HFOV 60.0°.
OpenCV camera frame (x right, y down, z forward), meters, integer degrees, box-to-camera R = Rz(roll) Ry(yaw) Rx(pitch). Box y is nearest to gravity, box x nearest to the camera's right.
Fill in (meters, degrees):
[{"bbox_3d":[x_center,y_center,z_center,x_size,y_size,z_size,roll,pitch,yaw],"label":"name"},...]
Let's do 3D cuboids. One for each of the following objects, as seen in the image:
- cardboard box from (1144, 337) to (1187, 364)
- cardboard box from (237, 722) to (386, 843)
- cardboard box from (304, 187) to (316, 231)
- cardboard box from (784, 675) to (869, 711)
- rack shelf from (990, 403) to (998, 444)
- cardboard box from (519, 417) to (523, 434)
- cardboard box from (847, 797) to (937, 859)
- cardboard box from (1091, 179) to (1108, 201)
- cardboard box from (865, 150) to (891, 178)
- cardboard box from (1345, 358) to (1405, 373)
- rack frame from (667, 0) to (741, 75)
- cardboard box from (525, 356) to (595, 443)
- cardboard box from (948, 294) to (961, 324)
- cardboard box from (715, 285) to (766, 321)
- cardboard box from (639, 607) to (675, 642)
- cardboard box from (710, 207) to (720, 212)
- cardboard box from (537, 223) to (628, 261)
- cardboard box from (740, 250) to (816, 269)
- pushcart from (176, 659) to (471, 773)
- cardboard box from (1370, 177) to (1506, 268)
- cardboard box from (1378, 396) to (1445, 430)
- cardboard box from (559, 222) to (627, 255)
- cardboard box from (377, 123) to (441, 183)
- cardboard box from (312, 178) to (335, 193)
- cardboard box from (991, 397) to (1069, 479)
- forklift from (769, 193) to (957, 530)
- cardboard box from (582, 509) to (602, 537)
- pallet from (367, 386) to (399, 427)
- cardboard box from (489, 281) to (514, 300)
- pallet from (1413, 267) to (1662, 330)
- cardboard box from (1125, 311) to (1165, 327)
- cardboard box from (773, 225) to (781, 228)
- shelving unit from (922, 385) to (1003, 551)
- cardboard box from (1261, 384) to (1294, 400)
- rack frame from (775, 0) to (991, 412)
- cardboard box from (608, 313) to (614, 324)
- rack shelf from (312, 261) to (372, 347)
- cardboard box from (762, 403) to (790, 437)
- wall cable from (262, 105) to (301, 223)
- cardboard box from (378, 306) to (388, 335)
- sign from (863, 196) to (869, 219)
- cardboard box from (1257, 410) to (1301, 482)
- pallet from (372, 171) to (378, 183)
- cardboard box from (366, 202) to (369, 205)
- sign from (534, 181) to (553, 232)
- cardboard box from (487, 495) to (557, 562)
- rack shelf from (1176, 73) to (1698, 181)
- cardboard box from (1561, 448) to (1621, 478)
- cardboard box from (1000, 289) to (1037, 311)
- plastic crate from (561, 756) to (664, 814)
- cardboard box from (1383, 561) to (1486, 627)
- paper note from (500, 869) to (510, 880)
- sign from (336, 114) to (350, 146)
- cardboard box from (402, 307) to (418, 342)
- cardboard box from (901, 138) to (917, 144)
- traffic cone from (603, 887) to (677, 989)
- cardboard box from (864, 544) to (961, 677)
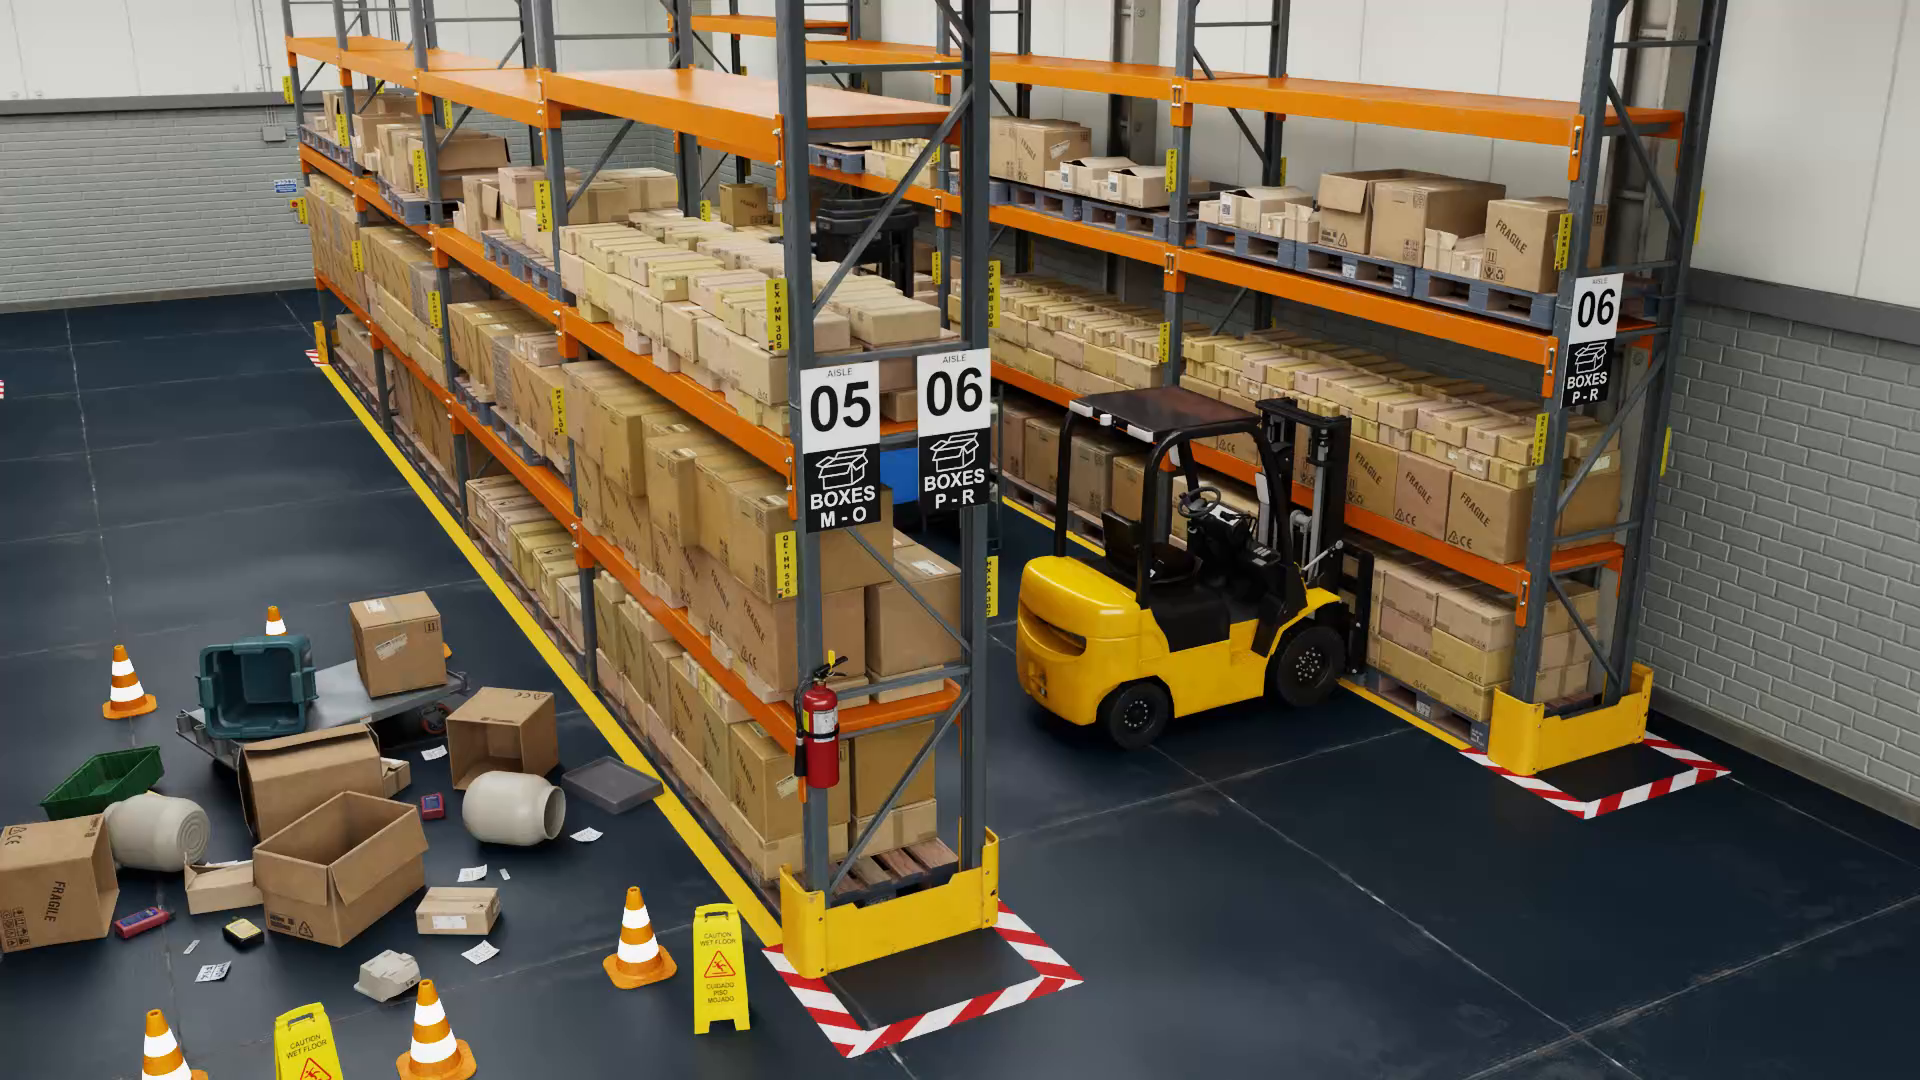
[{"bbox_3d":[1.780,-1.601,14.026,0.380,0.149,0.250,-9,21,-25],"label":"cardboard box"},{"bbox_3d":[-3.843,1.471,9.888,0.797,0.637,0.503,-10,21,-27],"label":"cardboard box"},{"bbox_3d":[-7.950,-4.197,21.009,0.500,0.500,0.500,-11,22,-28],"label":"cardboard box"},{"bbox_3d":[-0.695,0.779,8.660,0.380,0.149,0.250,-9,21,-25],"label":"cardboard box"},{"bbox_3d":[0.014,-1.073,14.744,0.431,0.370,0.720,-11,22,-28],"label":"rack shelf"},{"bbox_3d":[-3.188,-0.894,12.864,0.380,0.149,0.250,-10,21,-27],"label":"cardboard box"},{"bbox_3d":[-0.469,1.561,9.580,0.500,0.250,0.500,-10,21,-27],"label":"cardboard box"},{"bbox_3d":[1.348,-2.997,14.209,0.380,0.149,0.250,-10,21,-27],"label":"cardboard box"},{"bbox_3d":[-0.696,-4.077,17.978,0.500,0.250,0.500,-10,21,-27],"label":"cardboard box"},{"bbox_3d":[3.135,-1.261,12.583,0.380,0.149,0.250,-10,22,-27],"label":"cardboard box"},{"bbox_3d":[-3.560,-7.464,22.968,1.000,3.000,0.127,-10,21,-27],"label":"rack frame"},{"bbox_3d":[-2.887,-1.039,12.292,0.500,0.500,0.500,-10,21,-26],"label":"cardboard box"},{"bbox_3d":[0.212,-2.328,16.744,0.500,0.250,0.500,-10,21,-27],"label":"cardboard box"},{"bbox_3d":[-1.051,-1.224,8.645,0.380,0.149,0.250,-10,21,-26],"label":"cardboard box"},{"bbox_3d":[-1.803,0.507,10.491,0.380,0.149,0.250,-9,21,-24],"label":"cardboard box"},{"bbox_3d":[-3.582,-4.526,23.424,0.500,0.250,0.500,-10,21,-26],"label":"cardboard box"},{"bbox_3d":[-2.634,-2.105,11.620,0.500,0.250,0.500,-10,22,-28],"label":"cardboard box"},{"bbox_3d":[-1.066,-1.602,9.741,0.380,0.149,0.250,-10,21,-26],"label":"cardboard box"},{"bbox_3d":[-4.211,1.193,11.095,0.936,0.377,1.648,16,25,39],"label":"pushcart"},{"bbox_3d":[3.214,-2.145,11.201,0.700,0.500,0.500,-10,21,-26],"label":"cardboard box"},{"bbox_3d":[3.115,-0.878,11.472,0.380,0.149,0.250,-9,21,-25],"label":"cardboard box"},{"bbox_3d":[-2.366,-1.949,10.745,0.380,0.149,0.250,-10,22,-28],"label":"cardboard box"},{"bbox_3d":[-5.220,-3.687,15.822,0.500,0.500,0.500,-10,21,-26],"label":"cardboard box"},{"bbox_3d":[-7.792,-4.384,20.556,0.380,0.149,0.250,-9,21,-25],"label":"cardboard box"},{"bbox_3d":[0.840,-1.040,16.545,0.875,0.625,0.625,-9,21,-25],"label":"cardboard box"},{"bbox_3d":[-1.177,-1.878,16.079,1.130,2.935,3.031,-13,23,-33],"label":"forklift"},{"bbox_3d":[-2.361,-0.155,11.367,0.380,0.149,0.250,-10,21,-27],"label":"cardboard box"},{"bbox_3d":[-6.320,-1.623,19.510,1.003,0.211,1.213,-10,21,-27],"label":"pallet"},{"bbox_3d":[-4.147,-2.261,15.400,0.500,0.500,0.500,-11,22,-28],"label":"cardboard box"},{"bbox_3d":[3.724,-1.619,10.761,1.003,0.211,1.213,-10,21,-27],"label":"pallet"},{"bbox_3d":[1.725,-1.974,15.106,0.380,0.149,0.250,-10,21,-27],"label":"cardboard box"},{"bbox_3d":[-2.146,-4.025,21.972,0.500,0.250,0.500,-9,21,-25],"label":"cardboard box"},{"bbox_3d":[0.014,-0.704,14.871,0.431,1.500,0.755,-11,22,-28],"label":"shelving unit"},{"bbox_3d":[2.505,-1.103,12.581,0.380,0.149,0.250,-10,22,-27],"label":"cardboard box"},{"bbox_3d":[-0.329,-2.101,7.426,1.000,3.000,0.127,-10,21,-27],"label":"rack frame"},{"bbox_3d":[-2.006,-1.448,10.515,0.380,0.149,0.250,-10,21,-27],"label":"cardboard box"},{"bbox_3d":[-6.977,-2.944,20.169,1.077,0.370,4.000,-10,21,-27],"label":"rack shelf"},{"bbox_3d":[-0.745,-0.624,8.127,0.380,0.149,0.250,-10,21,-26],"label":"cardboard box"},{"bbox_3d":[-10.625,-5.969,26.225,0.585,1.953,0.123,-10,21,-27],"label":"wall cable"},{"bbox_3d":[-5.804,-2.324,17.497,0.500,0.250,0.500,-11,22,-28],"label":"cardboard box"},{"bbox_3d":[-1.174,-4.115,20.682,0.100,0.325,0.005,-10,21,-27],"label":"sign"},{"bbox_3d":[2.622,-0.771,12.614,0.500,0.500,0.500,-10,22,-27],"label":"cardboard box"},{"bbox_3d":[-5.549,-3.782,17.189,0.805,0.209,1.217,-11,22,-29],"label":"pallet"},{"bbox_3d":[-6.484,-3.669,18.484,0.380,0.149,0.250,-9,21,-25],"label":"cardboard box"},{"bbox_3d":[-2.715,-2.175,10.842,0.100,0.325,0.005,-10,21,-27],"label":"sign"},{"bbox_3d":[-3.511,-0.144,14.335,0.950,0.372,0.625,-10,22,-28],"label":"cardboard box"},{"bbox_3d":[3.088,-2.916,11.503,1.077,0.370,4.000,-10,21,-27],"label":"rack shelf"},{"bbox_3d":[4.105,-0.527,10.912,0.380,0.149,0.250,-11,22,-28],"label":"cardboard box"},{"bbox_3d":[0.538,-2.329,16.136,0.380,0.149,0.250,-10,21,-26],"label":"cardboard box"},{"bbox_3d":[-2.205,1.544,10.534,0.583,0.080,0.402,16,25,39],"label":"plastic crate"},{"bbox_3d":[3.297,0.364,11.518,0.500,0.250,0.500,-10,21,-26],"label":"cardboard box"},{"bbox_3d":[-2.615,1.920,9.552,0.032,0.001,0.123,-10,21,-27],"label":"paper note"},{"bbox_3d":[-6.515,-4.324,17.550,0.100,0.325,0.005,-10,21,-27],"label":"sign"},{"bbox_3d":[-5.090,-2.118,16.133,0.500,0.250,0.500,-11,22,-28],"label":"cardboard box"},{"bbox_3d":[-0.388,-4.221,17.330,0.380,0.149,0.250,-11,22,-28],"label":"cardboard box"},{"bbox_3d":[-1.669,2.010,8.597,0.336,0.463,0.334,-10,21,-27],"label":"traffic cone"},{"bbox_3d":[-0.310,0.368,8.858,0.500,0.500,0.500,-10,22,-27],"label":"cardboard box"}]
